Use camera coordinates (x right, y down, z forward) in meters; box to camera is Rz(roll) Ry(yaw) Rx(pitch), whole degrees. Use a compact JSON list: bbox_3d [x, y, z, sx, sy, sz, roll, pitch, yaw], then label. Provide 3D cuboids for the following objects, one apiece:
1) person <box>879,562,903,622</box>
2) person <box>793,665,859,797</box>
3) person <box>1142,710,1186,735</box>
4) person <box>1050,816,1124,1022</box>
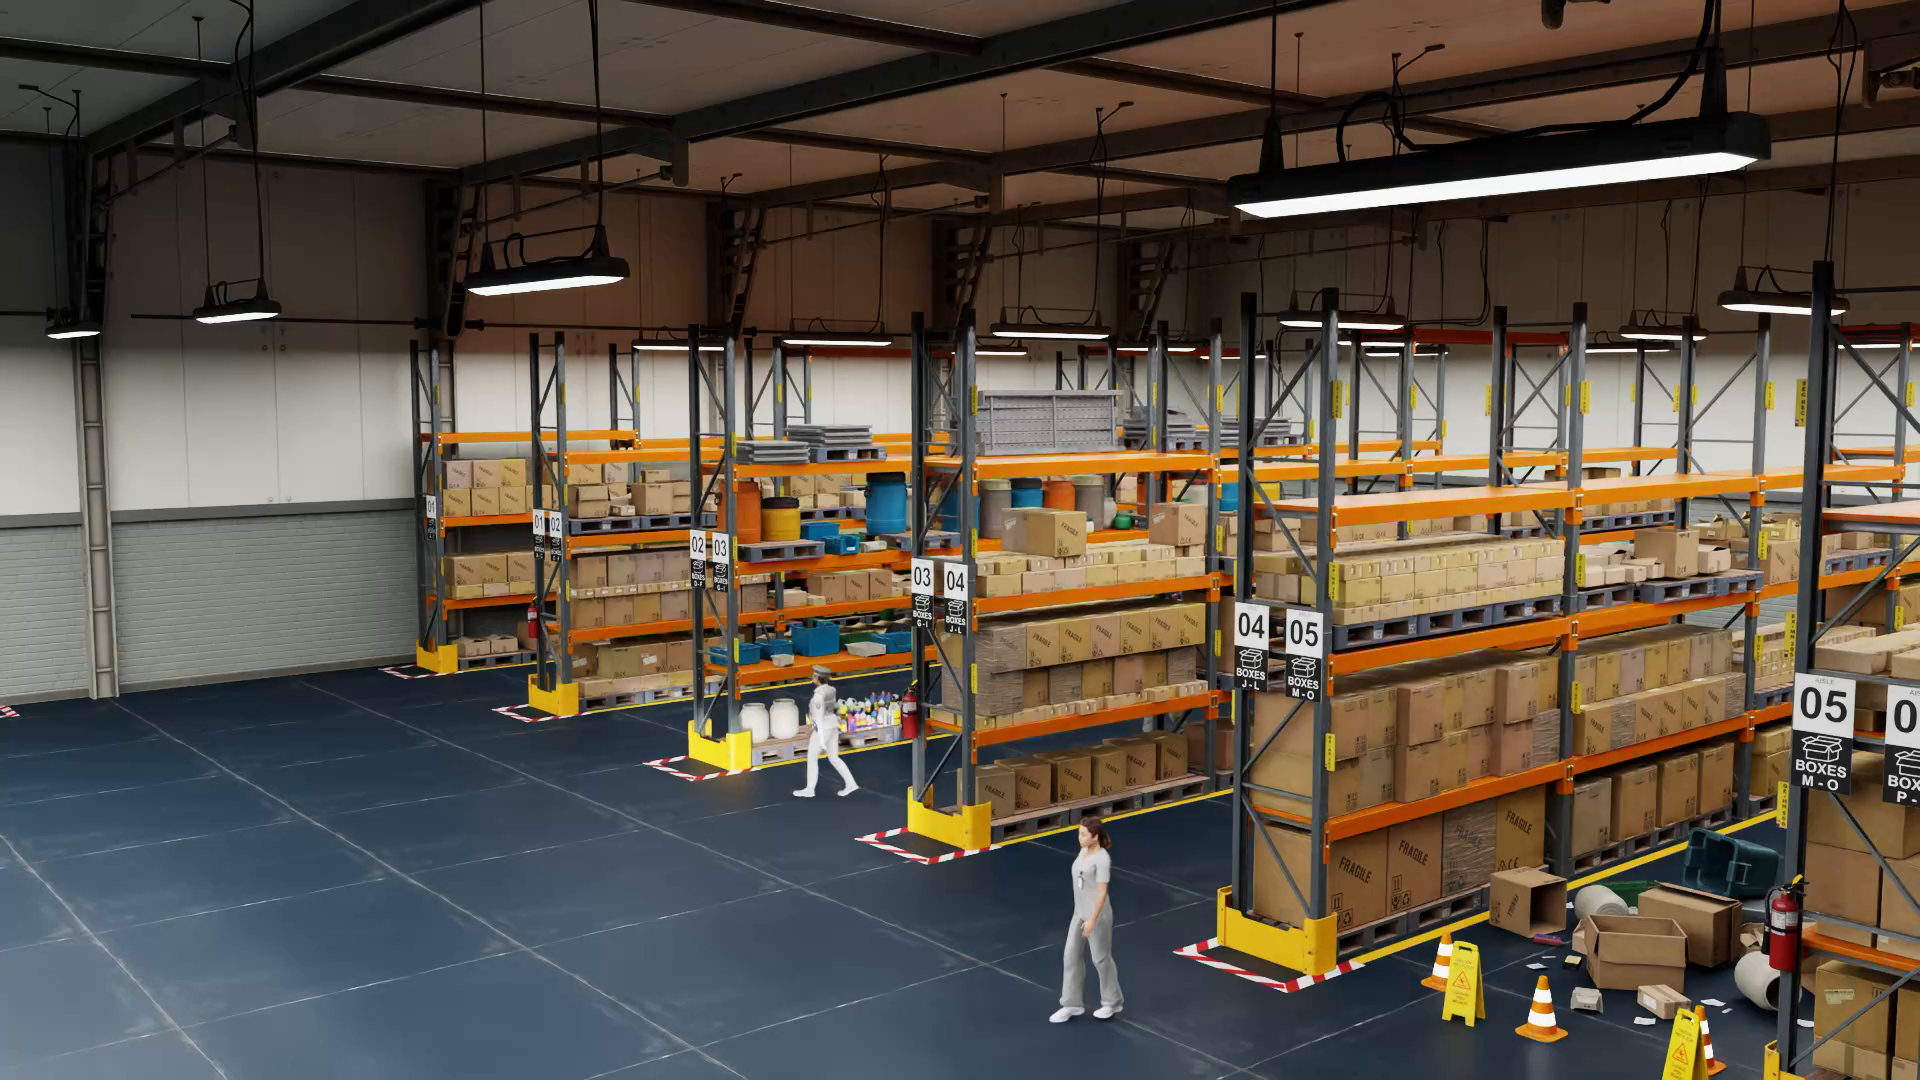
[{"bbox_3d":[-1.510,1.230,32.951,1.067,1.726,0.517,-4,7,-37],"label":"person"},{"bbox_3d":[-1.678,2.401,20.879,0.784,1.653,0.478,3,6,26],"label":"person"},{"bbox_3d":[2.788,2.127,23.218,1.039,1.719,0.595,-4,7,-37],"label":"person"},{"bbox_3d":[1.045,3.088,13.564,0.619,1.698,0.501,-2,6,-24],"label":"person"}]
